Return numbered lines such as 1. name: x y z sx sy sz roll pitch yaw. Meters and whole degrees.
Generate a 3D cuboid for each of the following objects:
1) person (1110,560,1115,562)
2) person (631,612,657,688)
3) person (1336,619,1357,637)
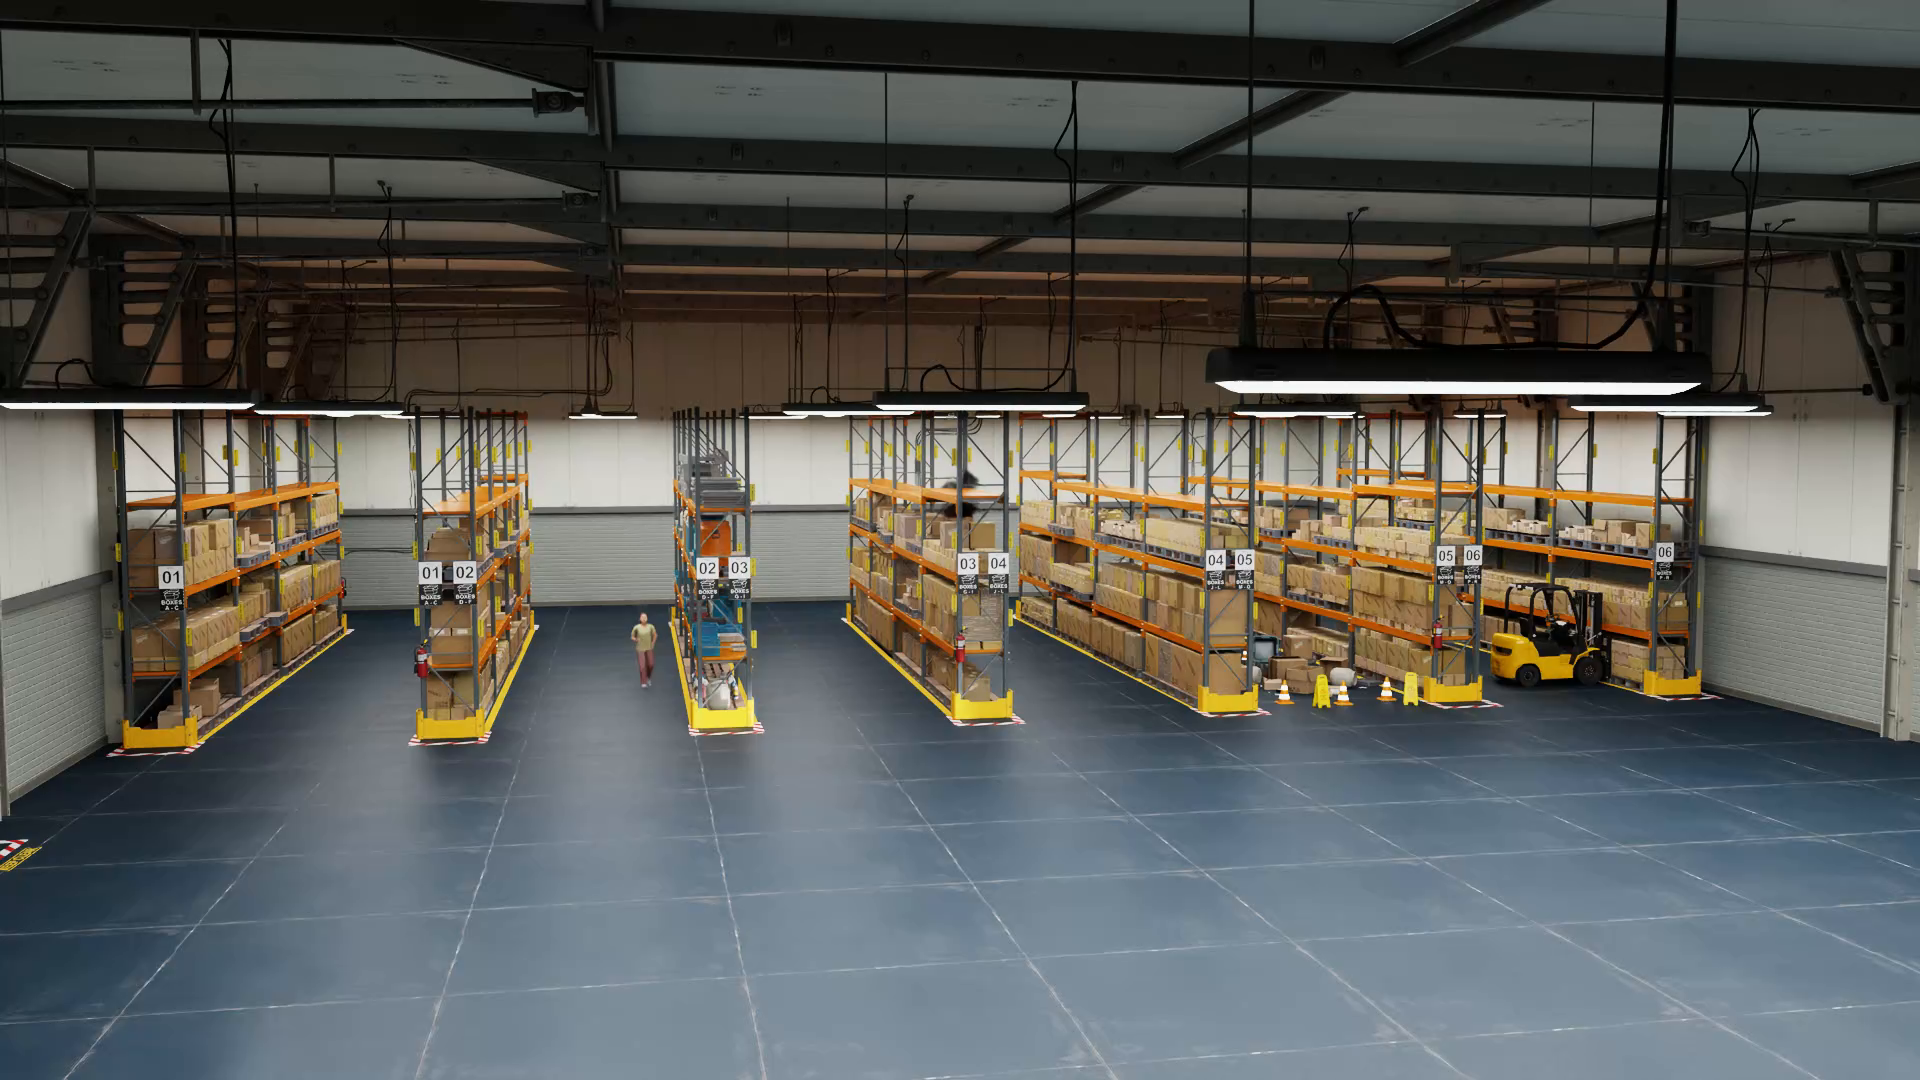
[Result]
1. person: 4.321 1.444 47.918 0.669 1.734 0.618 -2 4 -25
2. person: -6.740 2.362 35.594 0.568 1.628 0.543 -1 4 -19
3. person: 9.878 1.833 42.484 0.646 1.766 0.938 -1 4 -17
